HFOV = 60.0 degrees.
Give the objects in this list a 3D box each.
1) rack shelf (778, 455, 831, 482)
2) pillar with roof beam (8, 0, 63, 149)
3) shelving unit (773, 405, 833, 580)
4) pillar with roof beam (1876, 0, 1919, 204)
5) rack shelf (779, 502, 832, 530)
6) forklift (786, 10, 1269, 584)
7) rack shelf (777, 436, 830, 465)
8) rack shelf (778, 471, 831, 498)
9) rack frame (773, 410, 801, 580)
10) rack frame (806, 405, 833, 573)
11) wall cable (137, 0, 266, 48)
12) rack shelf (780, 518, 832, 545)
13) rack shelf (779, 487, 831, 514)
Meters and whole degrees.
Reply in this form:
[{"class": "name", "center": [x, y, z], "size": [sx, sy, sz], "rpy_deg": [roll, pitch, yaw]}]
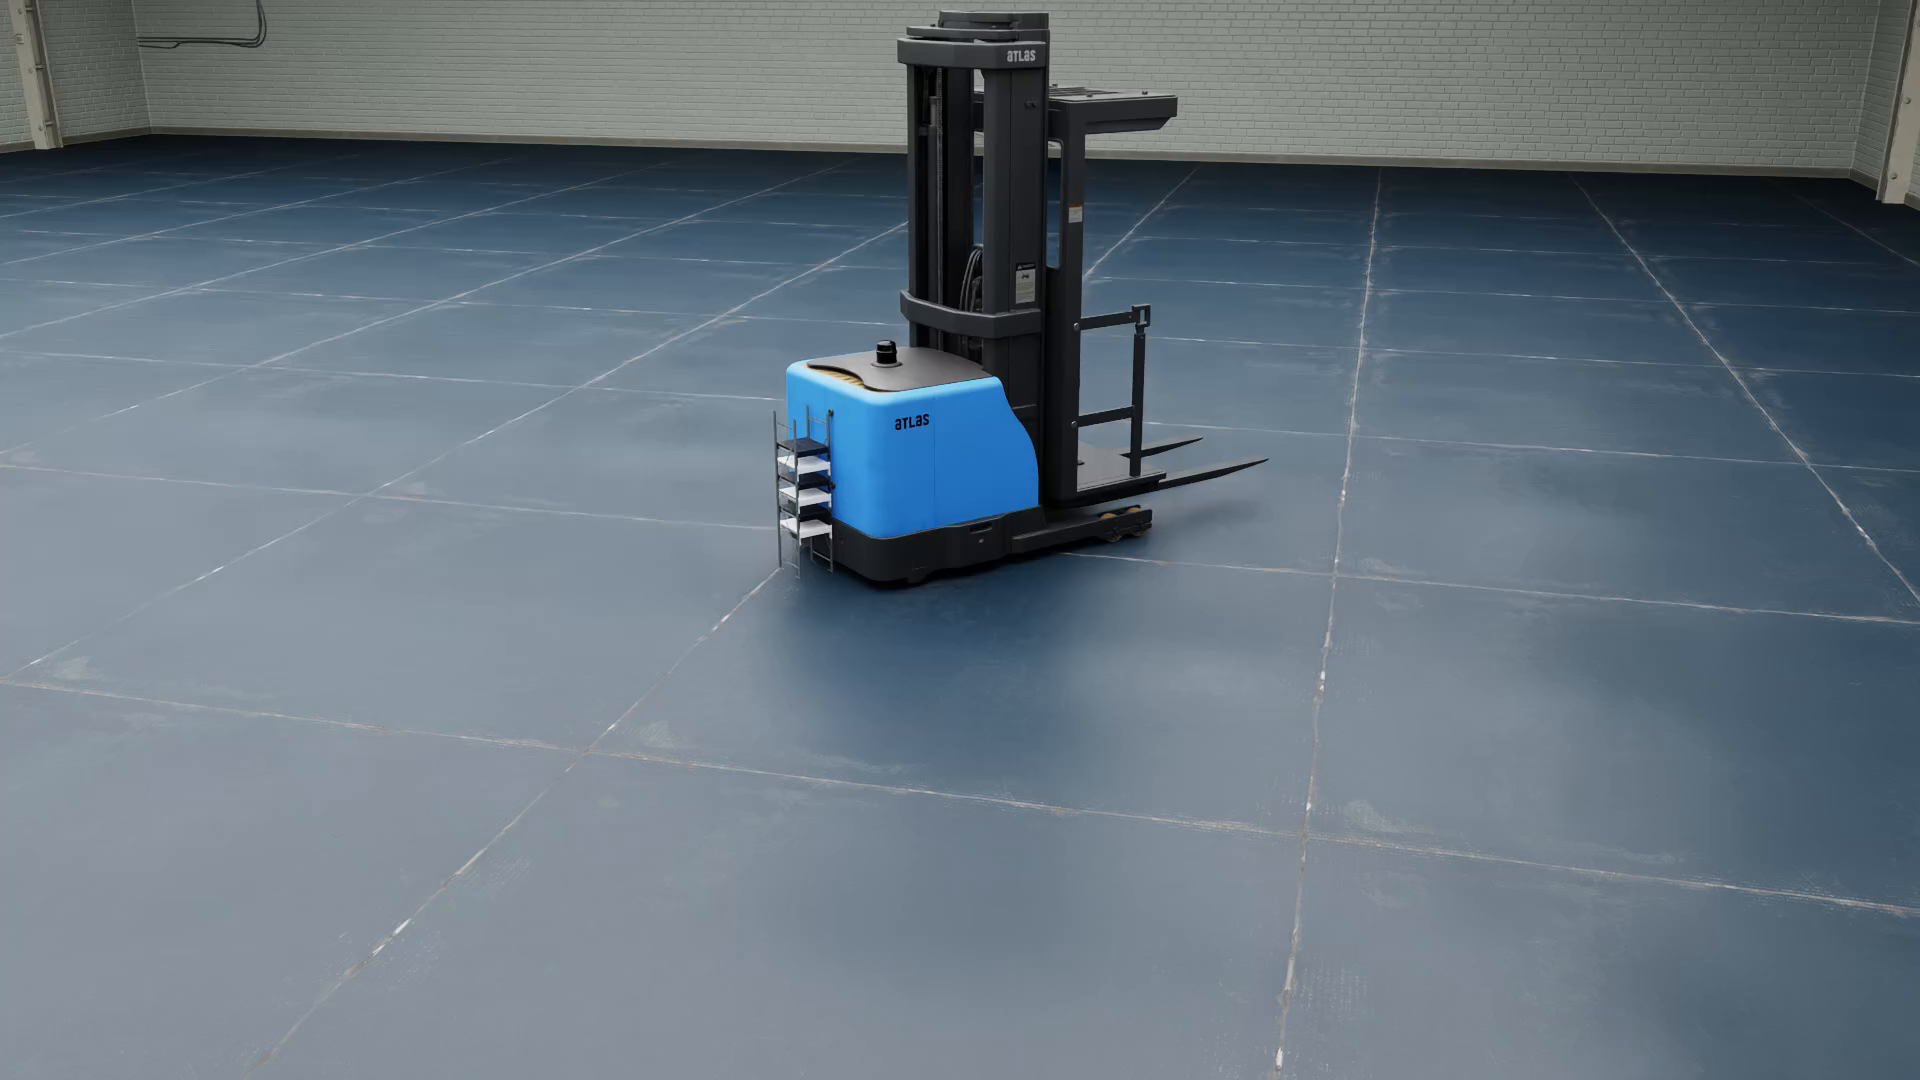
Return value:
[{"class": "rack shelf", "center": [-0.852, -0.399, 9.009], "size": [0.200, 0.077, 0.258], "rpy_deg": [-13, 23, -33]}, {"class": "pillar with roof beam", "center": [-12.952, -11.285, 28.805], "size": [9.100, 9.000, 0.400], "rpy_deg": [5, 19, 13]}, {"class": "shelving unit", "center": [-0.852, -0.260, 9.056], "size": [0.210, 0.900, 0.258], "rpy_deg": [-13, 23, -33]}, {"class": "pillar with roof beam", "center": [9.244, -9.477, 23.513], "size": [9.100, 9.000, 0.400], "rpy_deg": [5, 19, 13]}, {"class": "rack shelf", "center": [-0.852, -0.143, 9.096], "size": [0.200, 0.077, 0.258], "rpy_deg": [-13, 23, -33]}, {"class": "forklift", "center": [0.519, -1.503, 9.552], "size": [3.031, 2.935, 1.130], "rpy_deg": [-13, 23, -33]}, {"class": "rack shelf", "center": [-0.852, -0.484, 8.979], "size": [0.200, 0.077, 0.258], "rpy_deg": [-13, 23, -33]}, {"class": "rack shelf", "center": [-0.852, -0.313, 9.038], "size": [0.200, 0.077, 0.258], "rpy_deg": [-13, 23, -33]}, {"class": "rack frame", "center": [-0.935, -0.241, 9.001], "size": [0.006, 0.900, 0.240], "rpy_deg": [-13, 23, -33]}, {"class": "rack frame", "center": [-0.768, -0.278, 9.111], "size": [0.006, 0.900, 0.240], "rpy_deg": [-13, 23, -33]}, {"class": "wall cable", "center": [-15.124, -10.975, 32.700], "size": [3.097, 2.526, 0.112], "rpy_deg": [5, 19, 13]}, {"class": "rack shelf", "center": [-0.852, -0.058, 9.125], "size": [0.200, 0.077, 0.258], "rpy_deg": [-13, 23, -33]}, {"class": "rack shelf", "center": [-0.852, -0.228, 9.067], "size": [0.200, 0.077, 0.258], "rpy_deg": [-13, 23, -33]}]
